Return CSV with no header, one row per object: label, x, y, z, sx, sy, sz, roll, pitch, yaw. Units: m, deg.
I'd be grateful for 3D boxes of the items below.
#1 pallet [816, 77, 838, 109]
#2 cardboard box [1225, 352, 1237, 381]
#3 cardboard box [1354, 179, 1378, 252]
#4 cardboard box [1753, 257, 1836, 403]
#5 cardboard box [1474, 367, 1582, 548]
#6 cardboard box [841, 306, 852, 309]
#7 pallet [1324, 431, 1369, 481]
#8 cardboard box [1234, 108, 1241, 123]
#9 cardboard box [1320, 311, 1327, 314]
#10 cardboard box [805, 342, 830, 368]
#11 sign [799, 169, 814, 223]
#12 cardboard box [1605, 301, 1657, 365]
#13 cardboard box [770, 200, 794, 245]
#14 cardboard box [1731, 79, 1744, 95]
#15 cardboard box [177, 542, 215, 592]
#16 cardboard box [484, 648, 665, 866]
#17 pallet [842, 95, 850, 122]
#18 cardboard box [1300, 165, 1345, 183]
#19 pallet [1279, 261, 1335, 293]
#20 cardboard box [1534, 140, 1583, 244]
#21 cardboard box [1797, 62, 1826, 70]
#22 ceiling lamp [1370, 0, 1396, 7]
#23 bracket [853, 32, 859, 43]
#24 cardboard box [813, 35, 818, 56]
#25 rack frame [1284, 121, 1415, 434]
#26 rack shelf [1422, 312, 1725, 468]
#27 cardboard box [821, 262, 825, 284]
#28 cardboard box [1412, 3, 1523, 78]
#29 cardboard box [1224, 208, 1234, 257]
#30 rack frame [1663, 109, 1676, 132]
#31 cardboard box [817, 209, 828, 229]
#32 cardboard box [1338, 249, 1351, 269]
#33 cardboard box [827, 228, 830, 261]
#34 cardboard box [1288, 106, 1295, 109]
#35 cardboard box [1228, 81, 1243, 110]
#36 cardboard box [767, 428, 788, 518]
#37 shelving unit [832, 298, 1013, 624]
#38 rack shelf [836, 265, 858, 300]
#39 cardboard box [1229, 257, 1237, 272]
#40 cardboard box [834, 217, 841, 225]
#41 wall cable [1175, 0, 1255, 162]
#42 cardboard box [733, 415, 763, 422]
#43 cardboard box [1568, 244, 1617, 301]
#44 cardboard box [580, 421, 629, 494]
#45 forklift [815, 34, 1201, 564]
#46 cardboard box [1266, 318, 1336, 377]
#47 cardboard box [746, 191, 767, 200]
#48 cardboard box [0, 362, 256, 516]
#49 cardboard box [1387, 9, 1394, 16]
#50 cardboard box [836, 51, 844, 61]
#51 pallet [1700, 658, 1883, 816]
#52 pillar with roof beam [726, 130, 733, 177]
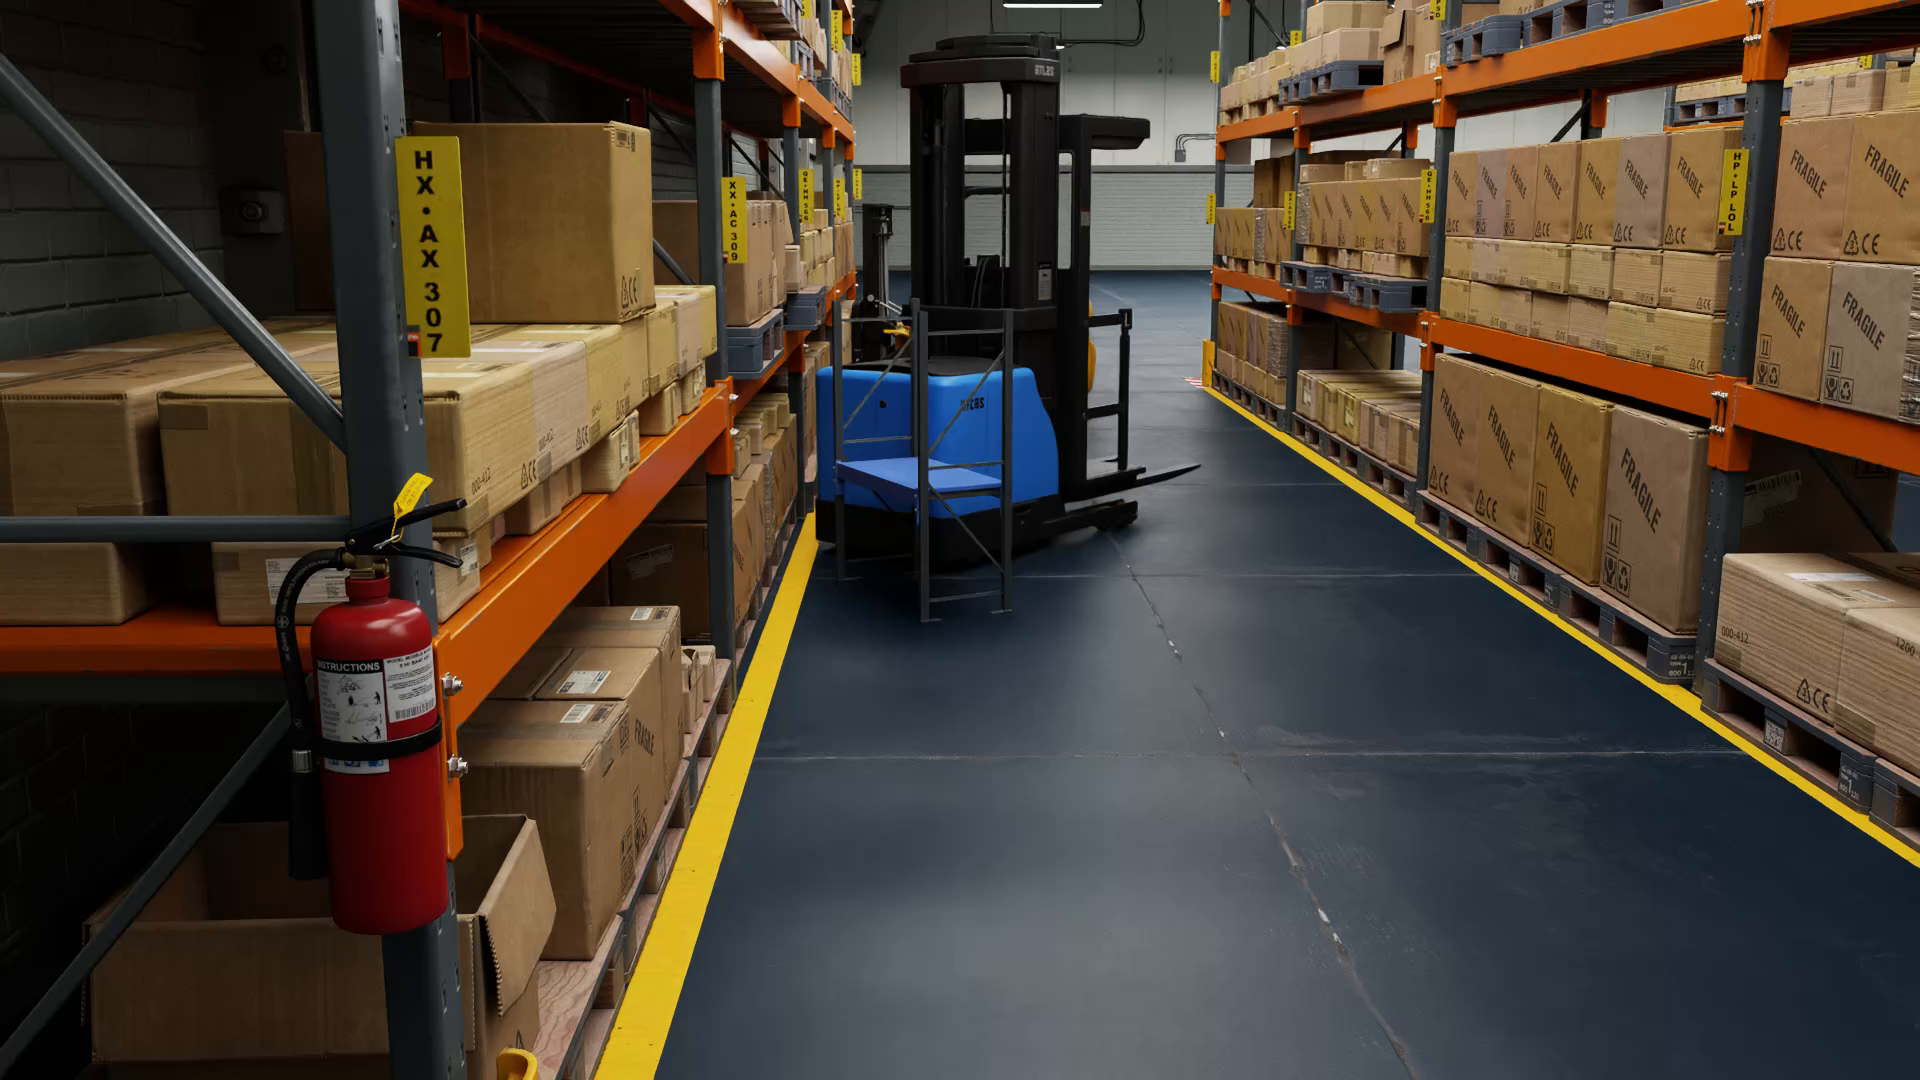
pallet,-1.624,-3.990,14.862,1.003,0.211,1.213,0,11,-1
cardboard box,3.043,-1.806,17.275,0.500,0.250,0.500,0,11,1
cardboard box,3.144,-2.313,11.860,0.500,0.500,0.500,-1,12,-5
cardboard box,3.295,-0.780,6.106,0.500,0.500,0.500,0,11,1
cardboard box,3.410,-0.470,9.118,0.875,0.875,0.875,0,11,0
cardboard box,-1.305,-2.246,16.928,0.500,0.250,0.500,0,11,0
pallet,3.428,-0.651,12.736,1.003,0.211,1.213,0,11,-1
cardboard box,3.048,-4.385,17.219,0.380,0.149,0.250,0,11,0
cardboard box,3.676,-2.258,15.987,0.380,0.149,0.250,0,11,2
cardboard box,-1.558,-1.333,13.999,0.875,0.625,0.625,0,11,1
sign,-0.955,-2.132,10.310,0.100,0.325,0.005,0,11,-1
cardboard box,3.277,-0.941,7.530,0.500,0.250,0.500,0,11,-2
cardboard box,-1.279,-1.532,8.749,0.797,0.503,0.637,-1,11,-2
cardboard box,7.959,-4.532,16.635,0.380,0.149,0.250,0,11,-2
cardboard box,-1.551,-0.001,3.152,0.380,0.149,0.250,0,11,1
cardboard box,-1.140,0.613,4.724,0.500,0.500,0.500,0,11,0
pallet,-1.674,-4.475,17.253,1.003,0.211,1.213,0,11,-1
cardboard box,3.038,-3.039,13.806,0.380,0.149,0.250,0,11,-1
pallet,3.253,-2.169,13.687,1.003,0.211,1.213,0,11,-1
cardboard box,3.253,-1.758,8.416,0.500,0.500,0.500,0,11,0
cardboard box,8.052,-4.450,15.227,0.500,0.250,0.500,0,11,-1
ceiling lamp,9.235,-12.282,33.286,2.000,3.185,0.800,0,11,-1
bracket,-2.753,-13.122,43.051,0.076,0.066,4.783,0,11,-1
cardboard box,-1.238,-3.625,12.164,0.380,0.149,0.250,0,11,-2
rack frame,3.382,-2.415,14.420,1.000,3.000,0.127,0,11,-1
rack shelf,3.506,-0.870,8.613,1.077,0.370,4.000,0,11,-1
cardboard box,-1.313,-2.023,12.863,0.500,0.250,0.500,0,11,-1
cardboard box,3.455,-3.328,11.122,0.700,0.500,0.500,0,11,-1
cardboard box,3.046,-3.207,17.323,0.500,0.500,0.500,0,11,1
rack frame,8.246,-3.251,18.539,1.000,3.000,0.127,0,11,-1
cardboard box,-1.237,-2.542,13.163,0.380,0.149,0.250,-1,11,-3
cardboard box,3.077,-2.128,12.578,0.380,0.149,0.250,0,11,1
cardboard box,-1.297,-2.367,13.301,0.500,0.250,0.500,-1,11,-3
cardboard box,3.070,-3.824,14.450,0.380,0.149,0.250,0,11,-1
cardboard box,3.044,-4.552,17.035,0.500,0.250,0.500,0,11,-2
cardboard box,-1.274,-0.397,9.703,0.500,0.500,0.500,0,11,-2
shelving unit,-0.208,-0.445,8.481,0.538,1.500,1.048,-6,13,-27
rack shelf,-1.622,-2.439,16.347,1.077,0.370,4.000,0,11,-1
cardboard box,3.003,-2.865,17.269,0.380,0.149,0.250,0,11,0
cardboard box,-1.295,-2.978,15.311,0.380,0.149,0.250,0,11,0
wall cable,7.583,-14.244,49.085,2.305,6.003,0.169,0,11,-1
cardboard box,-1.270,-0.592,9.030,0.380,0.149,0.250,0,11,-2
cardboard box,3.261,-1.285,7.971,0.500,0.250,0.500,0,11,0
cardboard box,-1.042,-0.208,4.174,0.380,0.149,0.250,-1,11,-3
forklift,0.466,-1.543,10.294,1.130,2.935,3.031,9,15,38
cardboard box,3.102,-1.758,15.151,0.500,0.500,0.500,0,11,-2
cardboard box,-1.889,-2.969,14.519,0.380,0.149,0.250,0,11,-1
cardboard box,-1.607,-0.171,2.989,0.500,0.250,0.500,0,11,1
cardboard box,3.522,-4.148,13.480,0.500,0.250,0.500,0,11,0
cardboard box,-1.515,-4.557,15.867,0.797,0.503,0.637,0,11,1
pallet,3.485,0.693,6.112,1.003,0.211,1.213,0,11,-1
pillar with roof beam,1.754,-6.005,17.026,9.100,9.000,0.400,0,11,-1
